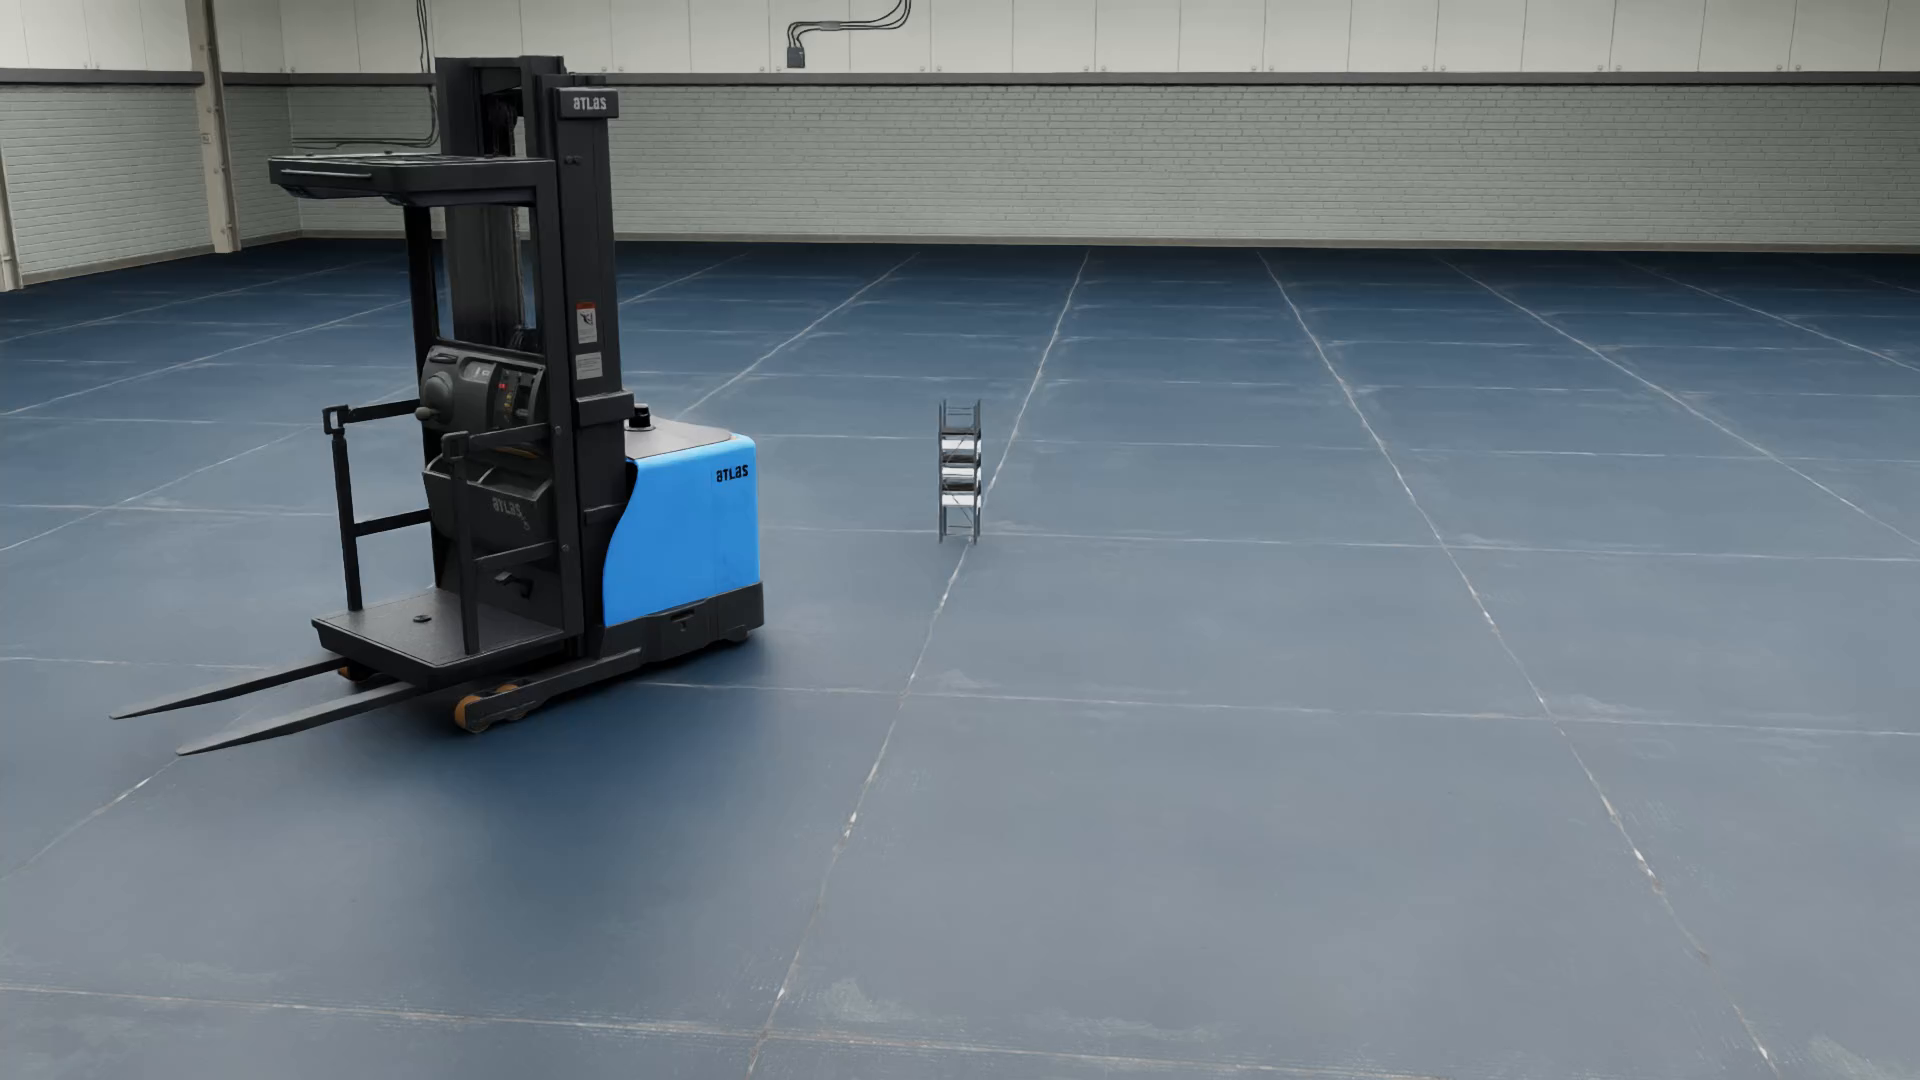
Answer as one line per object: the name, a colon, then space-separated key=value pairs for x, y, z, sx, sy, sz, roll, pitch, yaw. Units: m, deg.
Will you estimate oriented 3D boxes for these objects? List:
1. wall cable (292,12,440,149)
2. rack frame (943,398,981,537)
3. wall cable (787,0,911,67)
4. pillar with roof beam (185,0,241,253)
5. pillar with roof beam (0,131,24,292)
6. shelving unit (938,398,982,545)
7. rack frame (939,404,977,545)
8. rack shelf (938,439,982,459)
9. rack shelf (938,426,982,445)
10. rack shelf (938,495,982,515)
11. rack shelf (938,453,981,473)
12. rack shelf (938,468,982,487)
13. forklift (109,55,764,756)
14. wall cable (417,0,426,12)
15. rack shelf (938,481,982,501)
wall cable: x=-11.462 y=-8.734 z=31.670 sx=3.097 sy=2.526 sz=0.112 roll=2 pitch=15 yaw=6
rack frame: x=0.011 y=-0.459 z=10.634 sx=0.240 sy=0.900 sz=0.006 roll=2 pitch=15 yaw=6
wall cable: x=-2.031 y=-11.591 z=29.772 sx=2.305 sy=6.003 sz=0.169 roll=2 pitch=15 yaw=6
pillar with roof beam: x=-8.831 y=-9.381 z=28.114 sx=9.100 sy=9.000 sz=0.400 roll=2 pitch=15 yaw=6
pillar with roof beam: x=-9.508 y=-7.825 z=22.359 sx=9.100 sy=9.000 sz=0.400 roll=2 pitch=15 yaw=6
shelving unit: x=-0.001 y=-0.432 z=10.537 sx=0.258 sy=0.900 sz=0.210 roll=2 pitch=15 yaw=6
rack frame: x=-0.012 y=-0.406 z=10.439 sx=0.240 sy=0.900 sz=0.006 roll=2 pitch=15 yaw=6
rack shelf: x=-0.001 y=-0.574 z=10.499 sx=0.258 sy=0.077 sz=0.200 roll=2 pitch=15 yaw=6
rack shelf: x=-0.001 y=-0.661 z=10.475 sx=0.258 sy=0.077 sz=0.200 roll=2 pitch=15 yaw=6
rack shelf: x=-0.001 y=-0.226 z=10.592 sx=0.258 sy=0.077 sz=0.200 roll=2 pitch=15 yaw=6
rack shelf: x=-0.001 y=-0.487 z=10.522 sx=0.258 sy=0.077 sz=0.200 roll=2 pitch=15 yaw=6
rack shelf: x=-0.001 y=-0.400 z=10.546 sx=0.258 sy=0.077 sz=0.200 roll=2 pitch=15 yaw=6
forklift: x=-2.374 y=-0.698 z=7.628 sx=1.130 sy=2.935 sz=3.031 roll=13 pitch=20 yaw=39
wall cable: x=-8.774 y=-11.092 z=30.716 sx=3.097 sy=2.526 sz=0.112 roll=2 pitch=15 yaw=6
rack shelf: x=-0.001 y=-0.313 z=10.569 sx=0.258 sy=0.077 sz=0.200 roll=2 pitch=15 yaw=6
